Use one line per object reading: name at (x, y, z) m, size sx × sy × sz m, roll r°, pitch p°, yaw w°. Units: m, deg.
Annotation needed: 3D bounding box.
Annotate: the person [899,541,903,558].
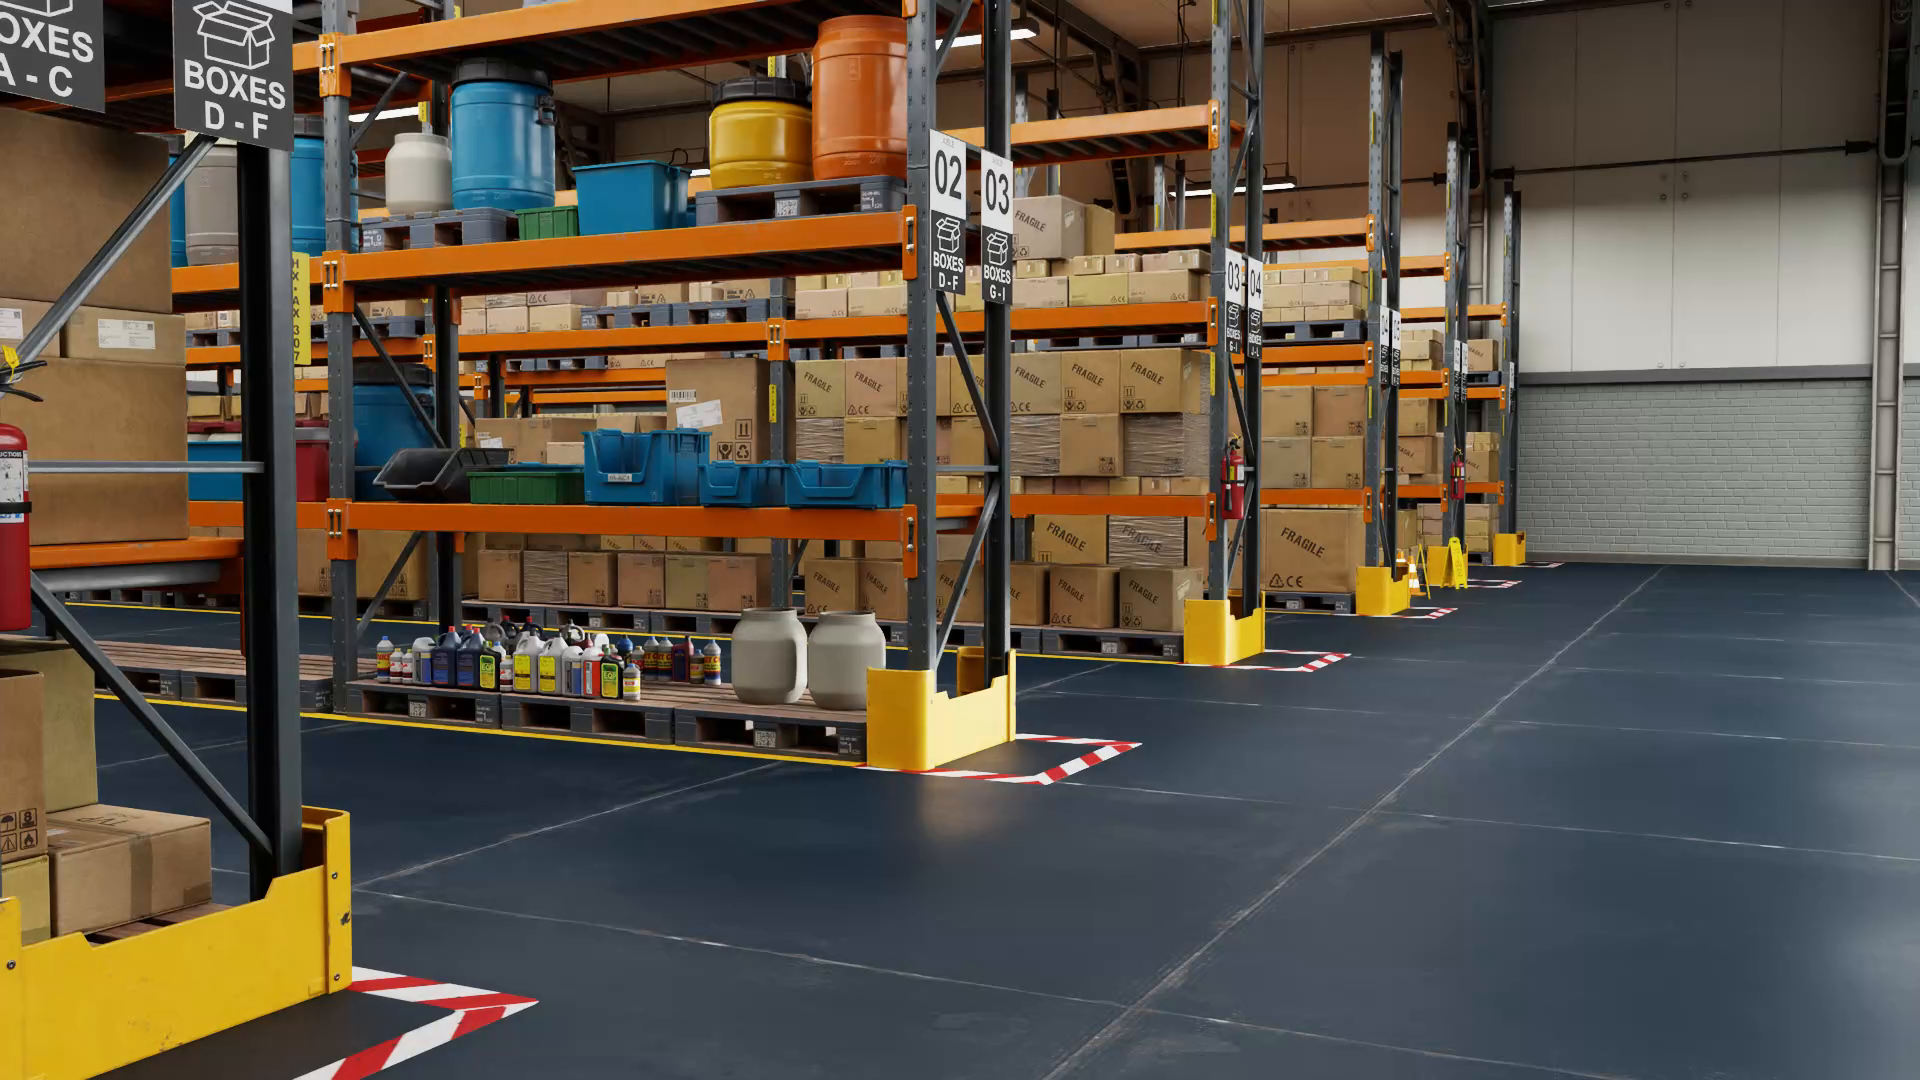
person at (-0.437, -0.100, 16.873) m, size 0.340 × 1.785 × 0.524 m, roll 1°, pitch 3°, yaw 27°
